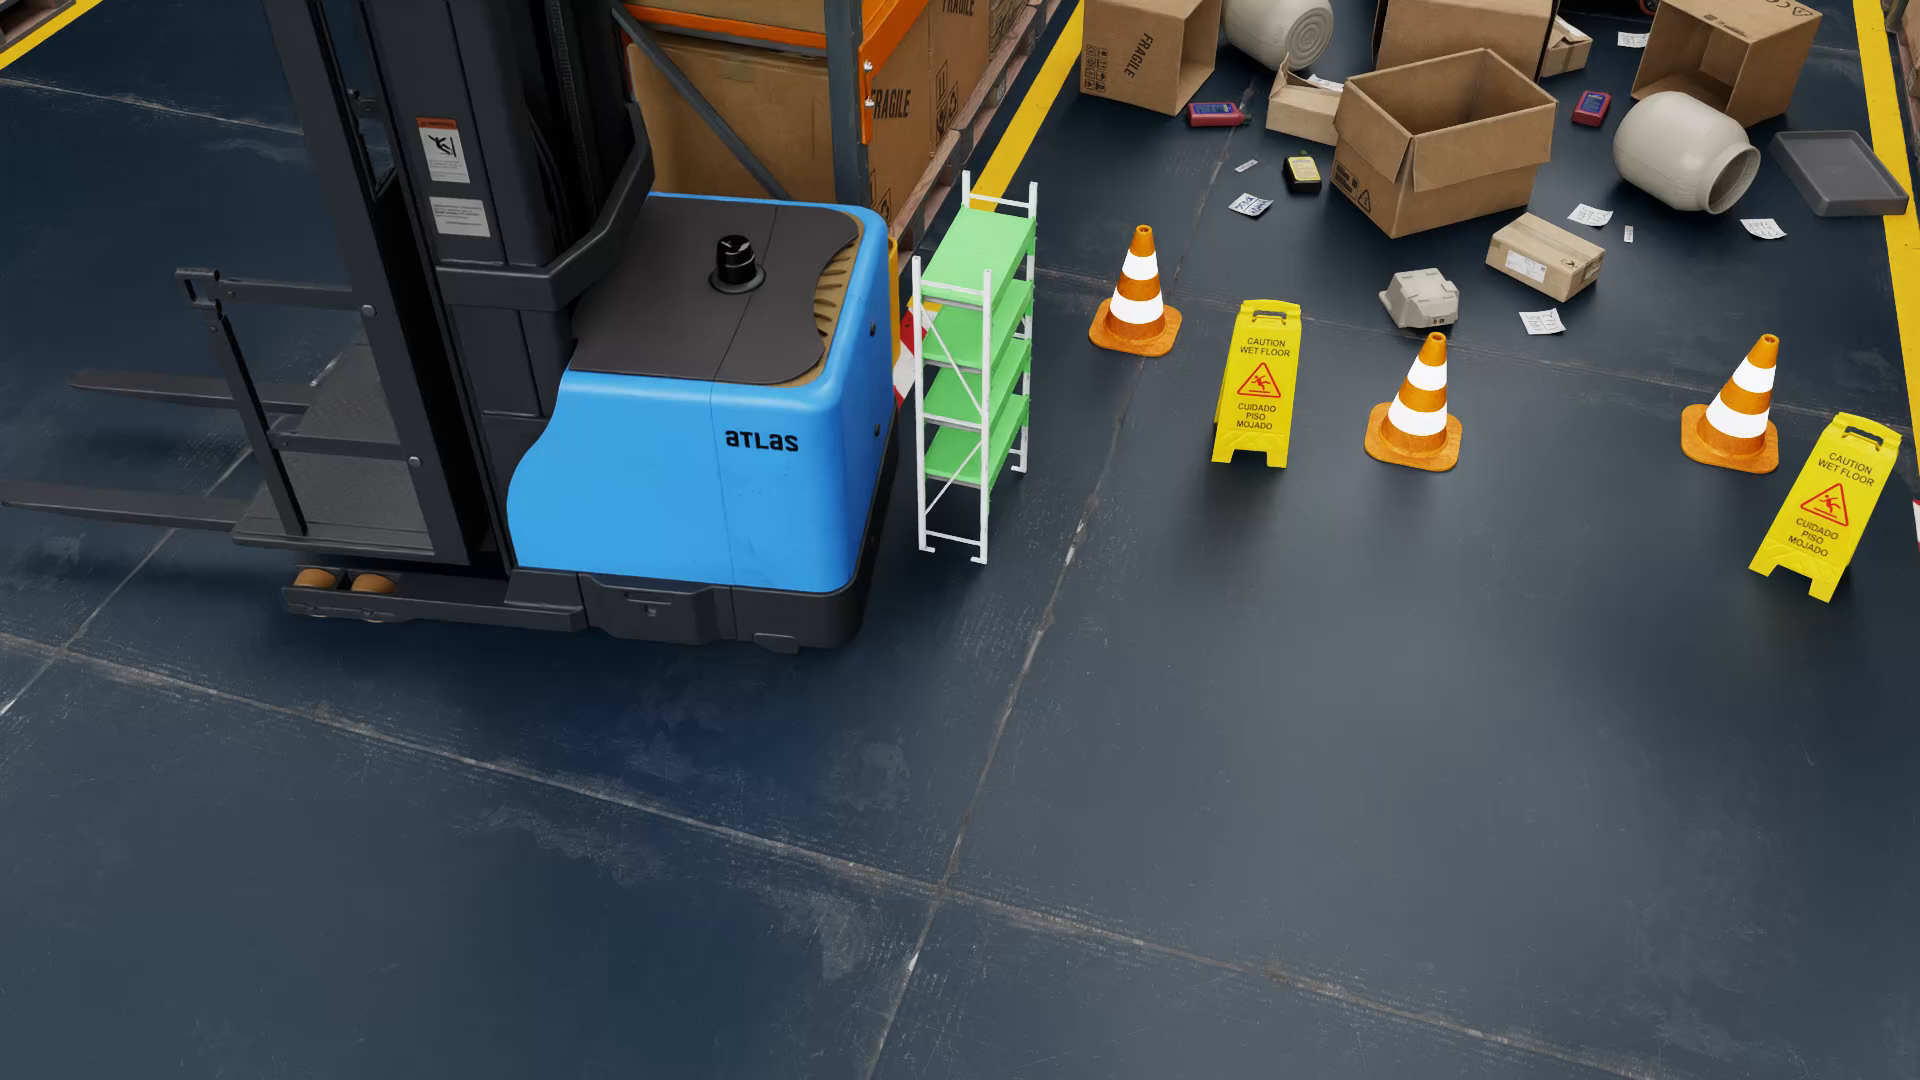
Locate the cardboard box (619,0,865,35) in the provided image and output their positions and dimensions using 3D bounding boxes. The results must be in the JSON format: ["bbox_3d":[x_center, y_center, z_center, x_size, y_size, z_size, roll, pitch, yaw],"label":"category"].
[{"bbox_3d":[-0.747,-2.173,5.719,0.875,0.550,0.550,13,46,13],"label":"cardboard box"}]

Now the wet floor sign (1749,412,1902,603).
[{"bbox_3d":[2.854,-0.140,5.432,0.267,0.644,0.232,28,51,26],"label":"wet floor sign"}]

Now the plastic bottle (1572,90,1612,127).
[{"bbox_3d":[2.965,-2.035,7.786,0.133,0.061,0.283,20,48,19],"label":"plastic bottle"}]

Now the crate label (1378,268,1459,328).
[{"bbox_3d":[1.850,-0.964,6.637,0.250,0.136,0.298,-9,45,-9],"label":"crate label"}]

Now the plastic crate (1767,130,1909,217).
[{"bbox_3d":[3.886,-1.632,7.360,0.402,0.080,0.583,-2,44,-2],"label":"plastic crate"}]

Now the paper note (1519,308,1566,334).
[{"bbox_3d":[2.321,-0.872,6.620,0.148,0.019,0.142,-2,44,-2],"label":"paper note"}]

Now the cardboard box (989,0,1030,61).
[{"bbox_3d":[-0.132,-2.914,7.802,0.875,0.875,0.875,13,46,13],"label":"cardboard box"}]

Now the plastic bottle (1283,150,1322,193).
[{"bbox_3d":[1.513,-1.641,7.383,0.133,0.061,0.283,-2,44,-2],"label":"plastic bottle"}]

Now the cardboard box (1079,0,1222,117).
[{"bbox_3d":[0.903,-2.384,7.828,0.500,0.500,0.500,20,48,19],"label":"cardboard box"}]

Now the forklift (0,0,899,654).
[{"bbox_3d":[-1.773,-1.137,4.816,3.031,2.935,1.130,5,45,5],"label":"forklift"}]

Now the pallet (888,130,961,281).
[{"bbox_3d":[-0.649,-1.416,7.046,1.003,0.211,1.213,13,46,13],"label":"pallet"}]

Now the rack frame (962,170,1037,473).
[{"bbox_3d":[0.124,-0.702,5.609,0.240,1.200,0.015,13,46,13],"label":"rack frame"}]

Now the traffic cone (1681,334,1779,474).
[{"bbox_3d":[2.832,-0.535,5.966,0.336,0.463,0.334,13,46,13],"label":"traffic cone"}]

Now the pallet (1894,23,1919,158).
[{"bbox_3d":[4.973,-2.096,7.741,1.003,0.211,1.213,13,46,13],"label":"pallet"}]

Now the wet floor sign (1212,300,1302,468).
[{"bbox_3d":[1.062,-0.583,5.884,0.267,0.644,0.232,5,45,5],"label":"wet floor sign"}]

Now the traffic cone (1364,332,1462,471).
[{"bbox_3d":[1.671,-0.543,5.974,0.336,0.463,0.334,13,46,13],"label":"traffic cone"}]

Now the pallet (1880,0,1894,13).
[{"bbox_3d":[5.377,-3.071,8.737,1.003,0.211,1.213,13,46,13],"label":"pallet"}]

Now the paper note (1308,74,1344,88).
[{"bbox_3d":[1.727,-2.172,7.954,0.172,0.023,0.155,28,51,26],"label":"paper note"}]

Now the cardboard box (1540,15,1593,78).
[{"bbox_3d":[2.851,-2.482,8.097,0.258,0.266,0.396,-16,47,-16],"label":"cardboard box"}]

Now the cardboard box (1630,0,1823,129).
[{"bbox_3d":[3.522,-2.229,7.669,0.500,0.500,0.500,-24,49,-22],"label":"cardboard box"}]

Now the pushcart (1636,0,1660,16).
[{"bbox_3d":[2.955,-3.060,8.608,1.648,0.377,0.936,-2,44,-2],"label":"pushcart"}]

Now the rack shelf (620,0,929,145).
[{"bbox_3d":[-0.211,-2.939,7.123,1.077,0.370,4.000,13,46,13],"label":"rack shelf"}]

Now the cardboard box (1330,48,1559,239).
[{"bbox_3d":[2.051,-1.697,7.124,0.797,0.503,0.637,-16,47,-16],"label":"cardboard box"}]

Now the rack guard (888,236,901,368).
[{"bbox_3d":[-0.824,-0.953,6.367,1.175,0.500,0.348,13,46,13],"label":"rack guard"}]

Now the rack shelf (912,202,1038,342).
[{"bbox_3d":[0.050,-0.837,5.152,0.258,0.148,0.480,13,46,13],"label":"rack shelf"}]

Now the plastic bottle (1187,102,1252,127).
[{"bbox_3d":[1.206,-1.977,7.727,0.283,0.061,0.133,-2,44,-2],"label":"plastic bottle"}]

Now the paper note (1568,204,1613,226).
[{"bbox_3d":[2.721,-1.403,7.170,0.148,0.019,0.142,28,51,26],"label":"paper note"}]

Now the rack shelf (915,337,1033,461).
[{"bbox_3d":[0.050,-0.494,5.488,0.258,0.148,0.480,13,46,13],"label":"rack shelf"}]

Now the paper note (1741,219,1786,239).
[{"bbox_3d":[3.429,-1.334,7.092,0.142,0.019,0.148,-2,44,-2],"label":"paper note"}]

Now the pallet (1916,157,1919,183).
[{"bbox_3d":[4.606,-1.280,6.907,1.003,0.211,1.213,13,46,13],"label":"pallet"}]

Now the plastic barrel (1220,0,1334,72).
[{"bbox_3d":[1.513,-2.527,8.030,0.421,0.421,0.512,-24,49,-22],"label":"plastic barrel"}]

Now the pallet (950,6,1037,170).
[{"bbox_3d":[-0.278,-2.226,7.874,1.003,0.211,1.213,13,46,13],"label":"pallet"}]

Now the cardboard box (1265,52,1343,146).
[{"bbox_3d":[1.629,-2.016,7.620,0.396,0.266,0.258,20,48,19],"label":"cardboard box"}]

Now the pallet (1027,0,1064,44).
[{"bbox_3d":[0.090,-3.042,8.708,1.003,0.211,1.213,13,46,13],"label":"pallet"}]

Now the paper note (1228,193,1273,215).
[{"bbox_3d":[1.264,-1.459,7.220,0.144,0.017,0.142,28,51,26],"label":"paper note"}]

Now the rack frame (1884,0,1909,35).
[{"bbox_3d":[5.143,-3.548,7.231,1.000,3.000,0.127,13,46,13],"label":"rack frame"}]

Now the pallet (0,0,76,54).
[{"bbox_3d":[-5.210,-2.569,8.224,1.003,0.211,1.213,13,46,13],"label":"pallet"}]

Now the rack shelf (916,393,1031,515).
[{"bbox_3d":[0.050,-0.322,5.656,0.258,0.148,0.480,13,46,13],"label":"rack shelf"}]

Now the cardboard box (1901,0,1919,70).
[{"bbox_3d":[4.707,-2.379,7.702,0.500,0.250,0.500,11,45,11],"label":"cardboard box"}]

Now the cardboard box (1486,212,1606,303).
[{"bbox_3d":[2.403,-1.164,6.833,0.250,0.149,0.380,-33,53,-29],"label":"cardboard box"}]

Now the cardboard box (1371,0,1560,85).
[{"bbox_3d":[2.326,-2.370,7.715,0.797,0.637,0.503,13,46,13],"label":"cardboard box"}]

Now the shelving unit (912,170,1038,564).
[{"bbox_3d":[0.050,-0.539,5.443,0.258,1.200,0.503,13,46,13],"label":"shelving unit"}]

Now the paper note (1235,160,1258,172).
[{"bbox_3d":[1.285,-1.678,7.458,0.123,0.001,0.032,-33,53,-29],"label":"paper note"}]

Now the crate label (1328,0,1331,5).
[{"bbox_3d":[1.719,-2.721,8.433,0.298,0.136,0.250,-16,47,-16],"label":"crate label"}]

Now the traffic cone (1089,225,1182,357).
[{"bbox_3d":[0.697,-1.009,6.451,0.336,0.463,0.334,13,46,13],"label":"traffic cone"}]

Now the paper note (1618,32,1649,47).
[{"bbox_3d":[3.356,-2.495,8.278,0.148,0.019,0.142,13,46,13],"label":"paper note"}]

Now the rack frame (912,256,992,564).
[{"bbox_3d":[-0.024,-0.377,5.277,0.240,1.200,0.015,13,46,13],"label":"rack frame"}]

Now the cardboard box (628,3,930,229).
[{"bbox_3d":[-0.674,-1.720,6.581,0.875,0.875,0.875,13,46,13],"label":"cardboard box"}]

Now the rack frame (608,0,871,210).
[{"bbox_3d":[-0.817,-1.863,5.509,1.000,3.000,0.127,13,46,13],"label":"rack frame"}]

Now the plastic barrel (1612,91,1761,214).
[{"bbox_3d":[3.114,-1.658,7.142,0.421,0.421,0.512,-24,49,-22],"label":"plastic barrel"}]

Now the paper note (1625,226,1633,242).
[{"bbox_3d":[2.845,-1.302,7.074,0.032,0.001,0.123,13,46,13],"label":"paper note"}]

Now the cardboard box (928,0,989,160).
[{"bbox_3d":[-0.410,-2.306,7.181,0.875,0.875,0.875,12,46,12],"label":"cardboard box"}]

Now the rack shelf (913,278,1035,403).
[{"bbox_3d":[0.050,-0.665,5.320,0.258,0.148,0.480,13,46,13],"label":"rack shelf"}]
